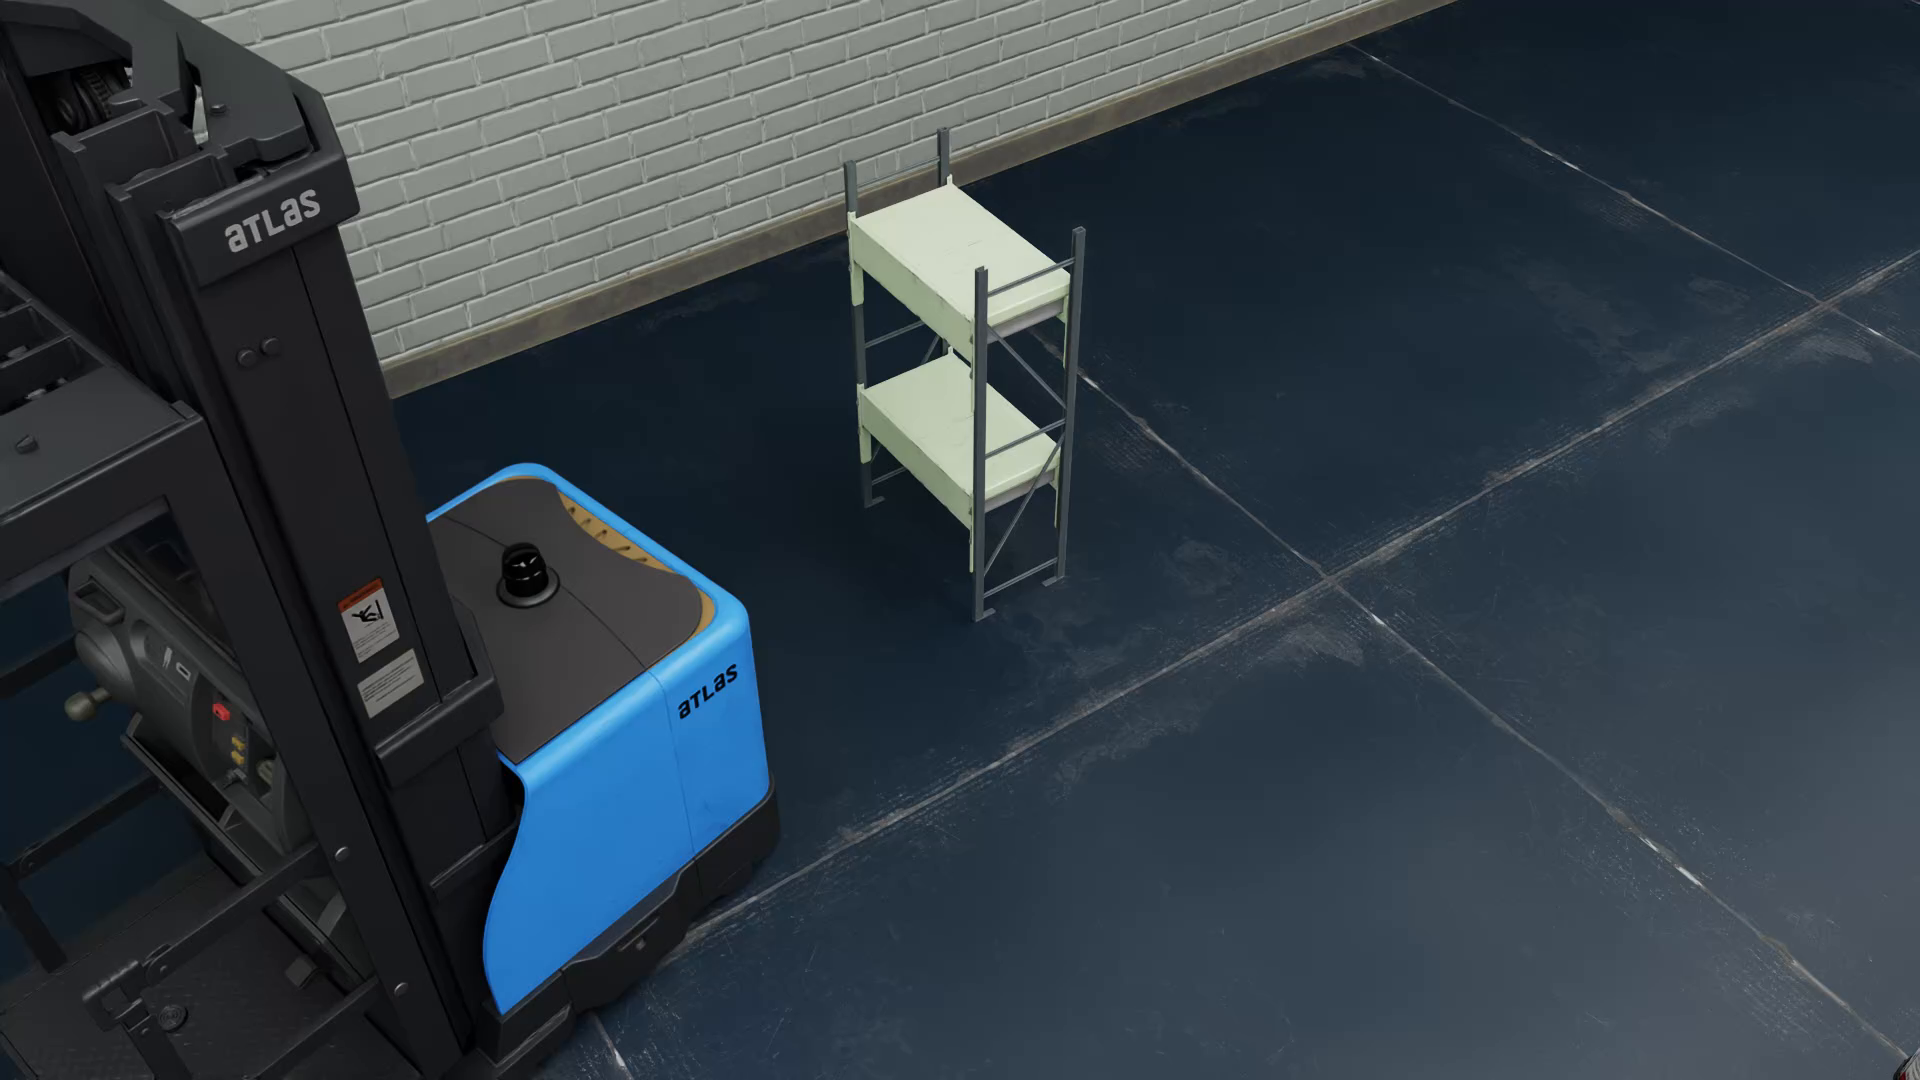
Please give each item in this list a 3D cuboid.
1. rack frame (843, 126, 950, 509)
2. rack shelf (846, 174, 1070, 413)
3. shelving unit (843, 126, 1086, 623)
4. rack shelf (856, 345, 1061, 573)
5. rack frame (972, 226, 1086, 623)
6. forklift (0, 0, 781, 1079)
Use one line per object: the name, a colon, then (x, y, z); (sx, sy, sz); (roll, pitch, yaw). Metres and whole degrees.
rack frame: (-0.206, -0.746, 5.945); (0.400, 1.500, 0.023); (-26, 49, -24)
rack shelf: (0.004, -0.821, 5.459); (0.431, 0.370, 0.720); (-26, 49, -24)
shelving unit: (0.004, -0.539, 5.728); (0.431, 1.500, 0.755); (-26, 49, -24)
rack shelf: (0.004, -0.303, 5.953); (0.431, 0.370, 0.720); (-26, 49, -24)
rack frame: (0.213, -0.331, 5.511); (0.400, 1.500, 0.023); (-26, 49, -24)
forklift: (-1.913, 0.442, 3.664); (1.130, 2.935, 3.031); (31, 52, 29)
